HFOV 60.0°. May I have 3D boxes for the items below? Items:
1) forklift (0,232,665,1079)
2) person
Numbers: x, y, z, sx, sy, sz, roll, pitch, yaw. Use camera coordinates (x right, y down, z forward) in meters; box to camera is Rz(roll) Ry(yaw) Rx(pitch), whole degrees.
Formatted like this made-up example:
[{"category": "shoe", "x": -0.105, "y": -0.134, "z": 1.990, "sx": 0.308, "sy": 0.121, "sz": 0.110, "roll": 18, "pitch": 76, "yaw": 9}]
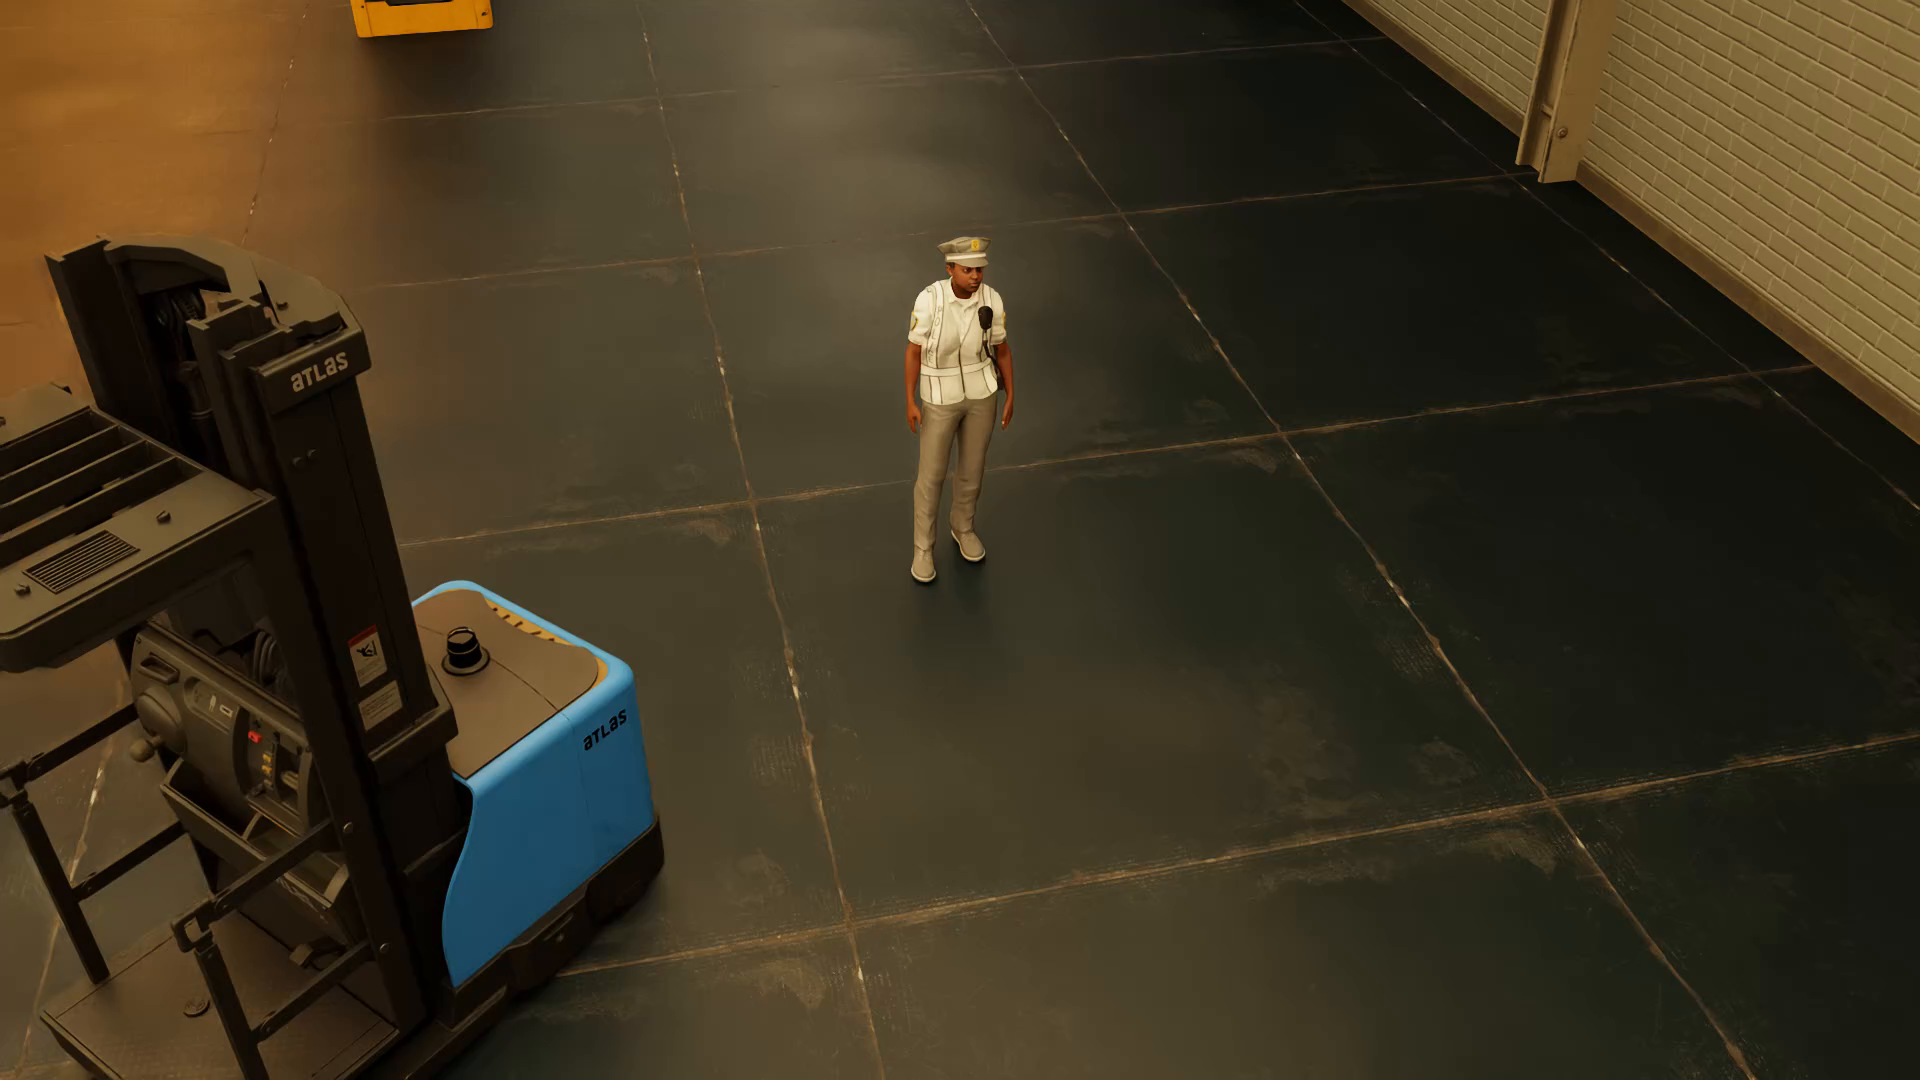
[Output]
[{"category": "forklift", "x": -2.452, "y": 0.677, "z": 5.110, "sx": 1.130, "sy": 2.935, "sz": 3.031, "roll": 23, "pitch": 42, "yaw": 28}, {"category": "person", "x": -0.003, "y": -0.647, "z": 7.998, "sx": 0.569, "sy": 1.692, "sz": 0.530, "roll": -8, "pitch": 36, "yaw": -11}]
